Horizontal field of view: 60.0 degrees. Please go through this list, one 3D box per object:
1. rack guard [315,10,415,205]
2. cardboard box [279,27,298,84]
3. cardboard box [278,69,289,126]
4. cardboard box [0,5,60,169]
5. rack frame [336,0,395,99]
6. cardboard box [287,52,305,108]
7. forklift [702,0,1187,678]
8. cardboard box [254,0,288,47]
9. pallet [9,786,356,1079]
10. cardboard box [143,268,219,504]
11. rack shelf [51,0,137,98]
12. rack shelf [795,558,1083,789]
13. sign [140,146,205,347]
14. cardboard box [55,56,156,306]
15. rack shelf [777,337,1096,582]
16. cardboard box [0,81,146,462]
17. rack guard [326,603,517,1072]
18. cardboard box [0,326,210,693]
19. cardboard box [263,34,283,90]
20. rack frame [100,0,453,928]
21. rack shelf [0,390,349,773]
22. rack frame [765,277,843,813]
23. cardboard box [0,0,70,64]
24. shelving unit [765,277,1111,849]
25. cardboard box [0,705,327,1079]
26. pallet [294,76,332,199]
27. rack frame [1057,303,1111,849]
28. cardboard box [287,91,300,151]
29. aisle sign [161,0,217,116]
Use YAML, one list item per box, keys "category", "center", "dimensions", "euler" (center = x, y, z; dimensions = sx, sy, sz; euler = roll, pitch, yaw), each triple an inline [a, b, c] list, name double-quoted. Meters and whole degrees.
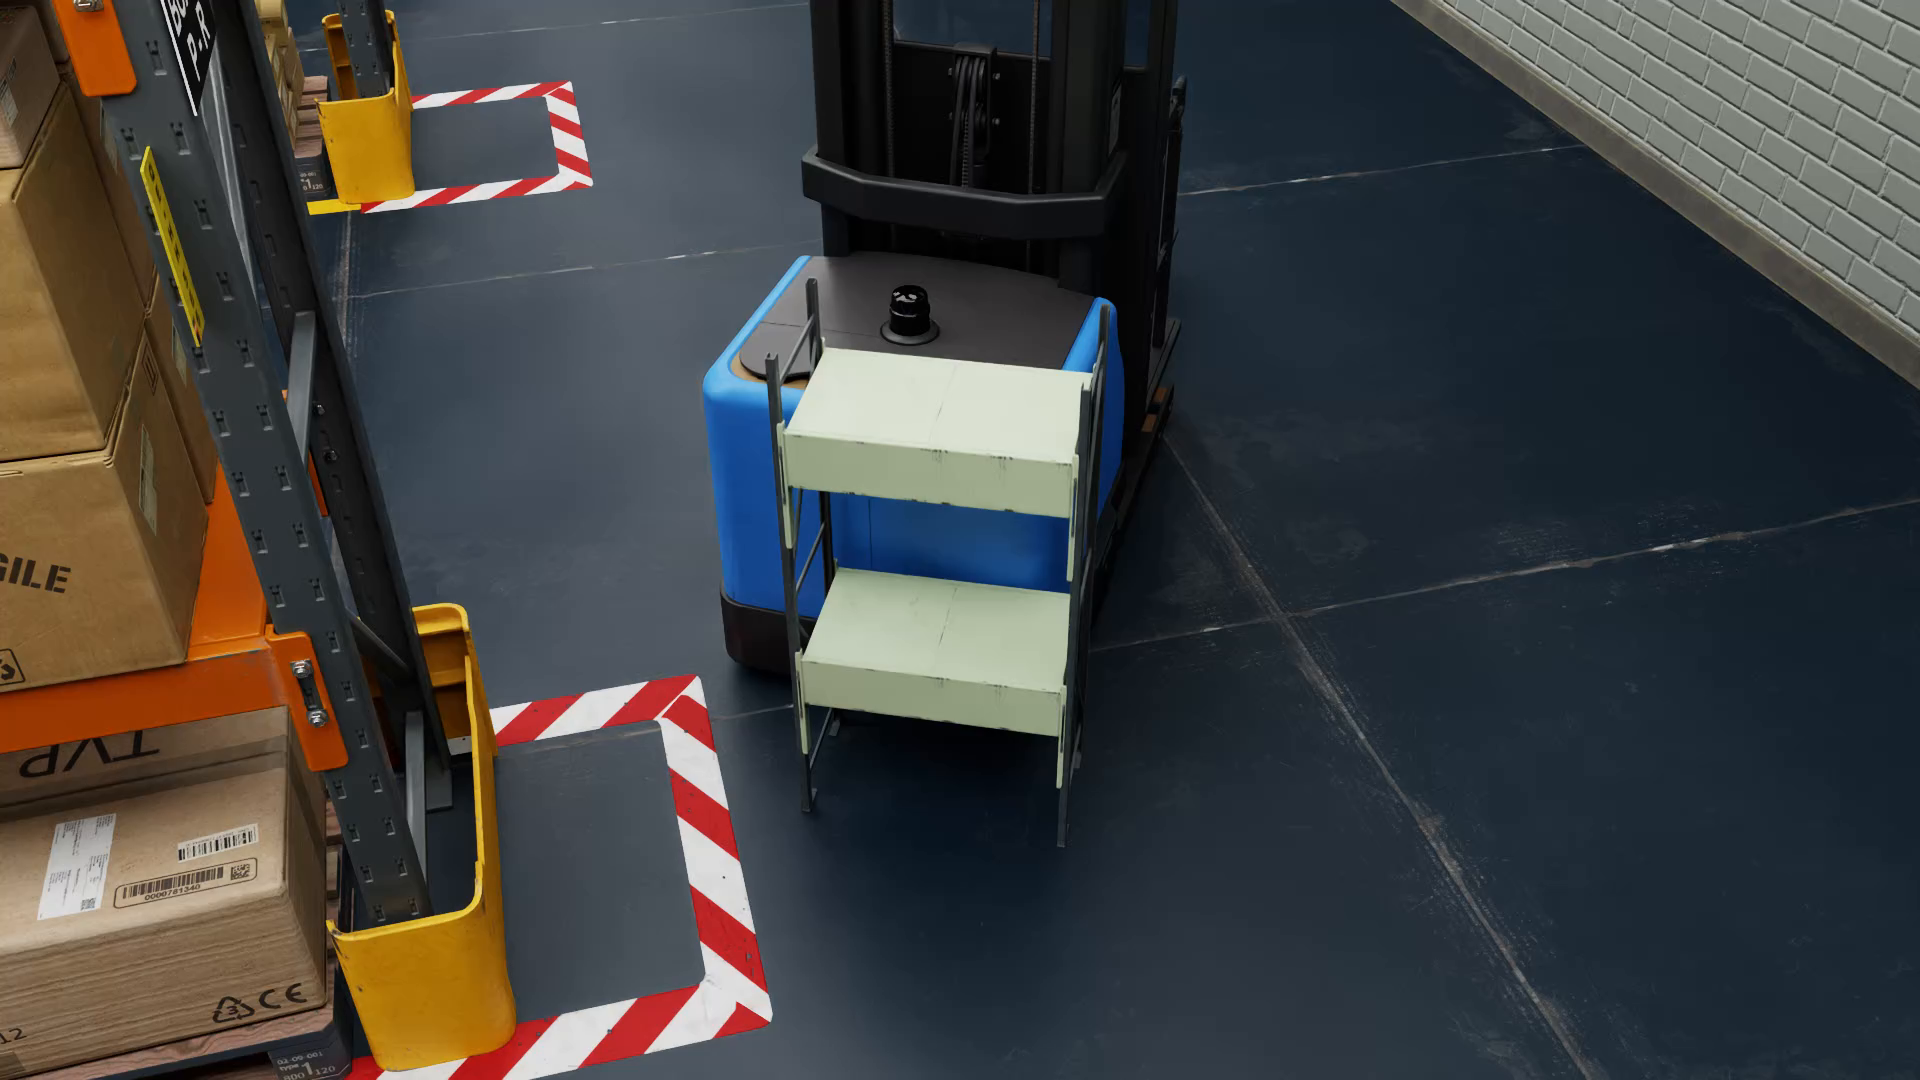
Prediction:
- category: "rack guard"
  center: [-2.897, -2.134, 8.128]
  dimensions: [0.348, 0.500, 1.175]
  euler: [-9, 38, -12]
- category: "cardboard box"
  center: [-3.396, -2.359, 8.121]
  dimensions: [0.250, 0.149, 0.380]
  euler: [-8, 38, -10]
- category: "cardboard box"
  center: [-3.259, -2.040, 7.704]
  dimensions: [0.250, 0.149, 0.380]
  euler: [-10, 39, -13]
- category: "cardboard box"
  center: [-1.730, -0.771, 2.851]
  dimensions: [0.250, 0.149, 0.380]
  euler: [-9, 38, -11]
- category: "rack frame"
  center: [-2.824, -3.139, 7.384]
  dimensions: [0.127, 3.000, 1.000]
  euler: [-9, 38, -12]
- category: "cardboard box"
  center: [-3.413, -2.278, 8.260]
  dimensions: [0.250, 0.149, 0.380]
  euler: [-9, 38, -11]
- category: "forklift"
  center: [0.178, -1.527, 5.334]
  dimensions: [1.130, 2.935, 3.031]
  euler: [10, 39, 13]
- category: "cardboard box"
  center: [-3.418, -2.526, 8.094]
  dimensions: [0.250, 0.149, 0.380]
  euler: [-11, 39, -14]
- category: "pallet"
  center: [-2.187, 1.029, 4.231]
  dimensions: [1.213, 0.211, 1.003]
  euler: [-9, 38, -12]
- category: "cardboard box"
  center: [-1.974, -0.383, 3.700]
  dimensions: [0.500, 0.500, 0.500]
  euler: [-10, 38, -12]
- category: "rack shelf"
  center: [-3.366, -0.840, 2.503]
  dimensions: [4.000, 0.370, 1.077]
  euler: [-9, 38, -12]
- category: "rack shelf"
  center: [-0.042, 0.360, 4.581]
  dimensions: [0.720, 0.370, 0.431]
  euler: [6, 38, 8]
- category: "sign"
  center: [-1.307, -0.485, 2.767]
  dimensions: [0.005, 0.325, 0.100]
  euler: [-9, 38, -12]
- category: "cardboard box"
  center: [-1.973, -0.779, 3.395]
  dimensions: [0.500, 0.500, 0.500]
  euler: [-10, 39, -13]
- category: "rack shelf"
  center: [-0.042, -0.208, 4.146]
  dimensions: [0.720, 0.370, 0.431]
  euler: [6, 38, 8]
- category: "cardboard box"
  center: [-1.839, -0.472, 2.993]
  dimensions: [0.500, 0.500, 0.500]
  euler: [-8, 38, -10]
- category: "rack guard"
  center: [-1.412, 0.738, 4.374]
  dimensions: [0.348, 0.500, 1.175]
  euler: [-9, 38, -12]
- category: "cardboard box"
  center: [-1.832, -0.059, 3.276]
  dimensions: [0.500, 0.500, 0.500]
  euler: [-9, 38, -12]
- category: "cardboard box"
  center: [-3.269, -2.177, 7.638]
  dimensions: [0.250, 0.149, 0.380]
  euler: [-9, 38, -11]
- category: "rack frame"
  center: [-1.435, -0.251, 3.610]
  dimensions: [0.127, 3.000, 1.000]
  euler: [-9, 38, -12]
- category: "rack shelf"
  center: [-3.366, 0.351, 3.414]
  dimensions: [4.000, 0.370, 1.077]
  euler: [-9, 38, -12]
- category: "rack frame"
  center: [-0.402, 0.061, 4.436]
  dimensions: [0.023, 1.500, 0.400]
  euler: [6, 38, 8]
- category: "cardboard box"
  center: [-1.850, -1.052, 3.217]
  dimensions: [0.250, 0.149, 0.380]
  euler: [-9, 38, -11]
- category: "shelving unit"
  center: [-0.042, 0.102, 4.383]
  dimensions: [0.755, 1.500, 0.431]
  euler: [6, 38, 8]
- category: "cardboard box"
  center: [-2.047, 0.763, 4.047]
  dimensions: [0.875, 0.438, 0.875]
  euler: [-11, 39, -13]
- category: "pallet"
  center: [-3.691, -1.911, 8.075]
  dimensions: [1.213, 0.211, 1.003]
  euler: [-9, 38, -12]
- category: "rack frame"
  center: [0.317, 0.142, 4.330]
  dimensions: [0.023, 1.500, 0.400]
  euler: [6, 38, 8]
- category: "cardboard box"
  center: [-3.277, -1.968, 7.854]
  dimensions: [0.250, 0.149, 0.380]
  euler: [-9, 38, -11]
- category: "aisle sign"
  center: [-1.285, -1.113, 2.597]
  dimensions: [0.004, 0.787, 0.394]
  euler: [-9, 38, -12]
